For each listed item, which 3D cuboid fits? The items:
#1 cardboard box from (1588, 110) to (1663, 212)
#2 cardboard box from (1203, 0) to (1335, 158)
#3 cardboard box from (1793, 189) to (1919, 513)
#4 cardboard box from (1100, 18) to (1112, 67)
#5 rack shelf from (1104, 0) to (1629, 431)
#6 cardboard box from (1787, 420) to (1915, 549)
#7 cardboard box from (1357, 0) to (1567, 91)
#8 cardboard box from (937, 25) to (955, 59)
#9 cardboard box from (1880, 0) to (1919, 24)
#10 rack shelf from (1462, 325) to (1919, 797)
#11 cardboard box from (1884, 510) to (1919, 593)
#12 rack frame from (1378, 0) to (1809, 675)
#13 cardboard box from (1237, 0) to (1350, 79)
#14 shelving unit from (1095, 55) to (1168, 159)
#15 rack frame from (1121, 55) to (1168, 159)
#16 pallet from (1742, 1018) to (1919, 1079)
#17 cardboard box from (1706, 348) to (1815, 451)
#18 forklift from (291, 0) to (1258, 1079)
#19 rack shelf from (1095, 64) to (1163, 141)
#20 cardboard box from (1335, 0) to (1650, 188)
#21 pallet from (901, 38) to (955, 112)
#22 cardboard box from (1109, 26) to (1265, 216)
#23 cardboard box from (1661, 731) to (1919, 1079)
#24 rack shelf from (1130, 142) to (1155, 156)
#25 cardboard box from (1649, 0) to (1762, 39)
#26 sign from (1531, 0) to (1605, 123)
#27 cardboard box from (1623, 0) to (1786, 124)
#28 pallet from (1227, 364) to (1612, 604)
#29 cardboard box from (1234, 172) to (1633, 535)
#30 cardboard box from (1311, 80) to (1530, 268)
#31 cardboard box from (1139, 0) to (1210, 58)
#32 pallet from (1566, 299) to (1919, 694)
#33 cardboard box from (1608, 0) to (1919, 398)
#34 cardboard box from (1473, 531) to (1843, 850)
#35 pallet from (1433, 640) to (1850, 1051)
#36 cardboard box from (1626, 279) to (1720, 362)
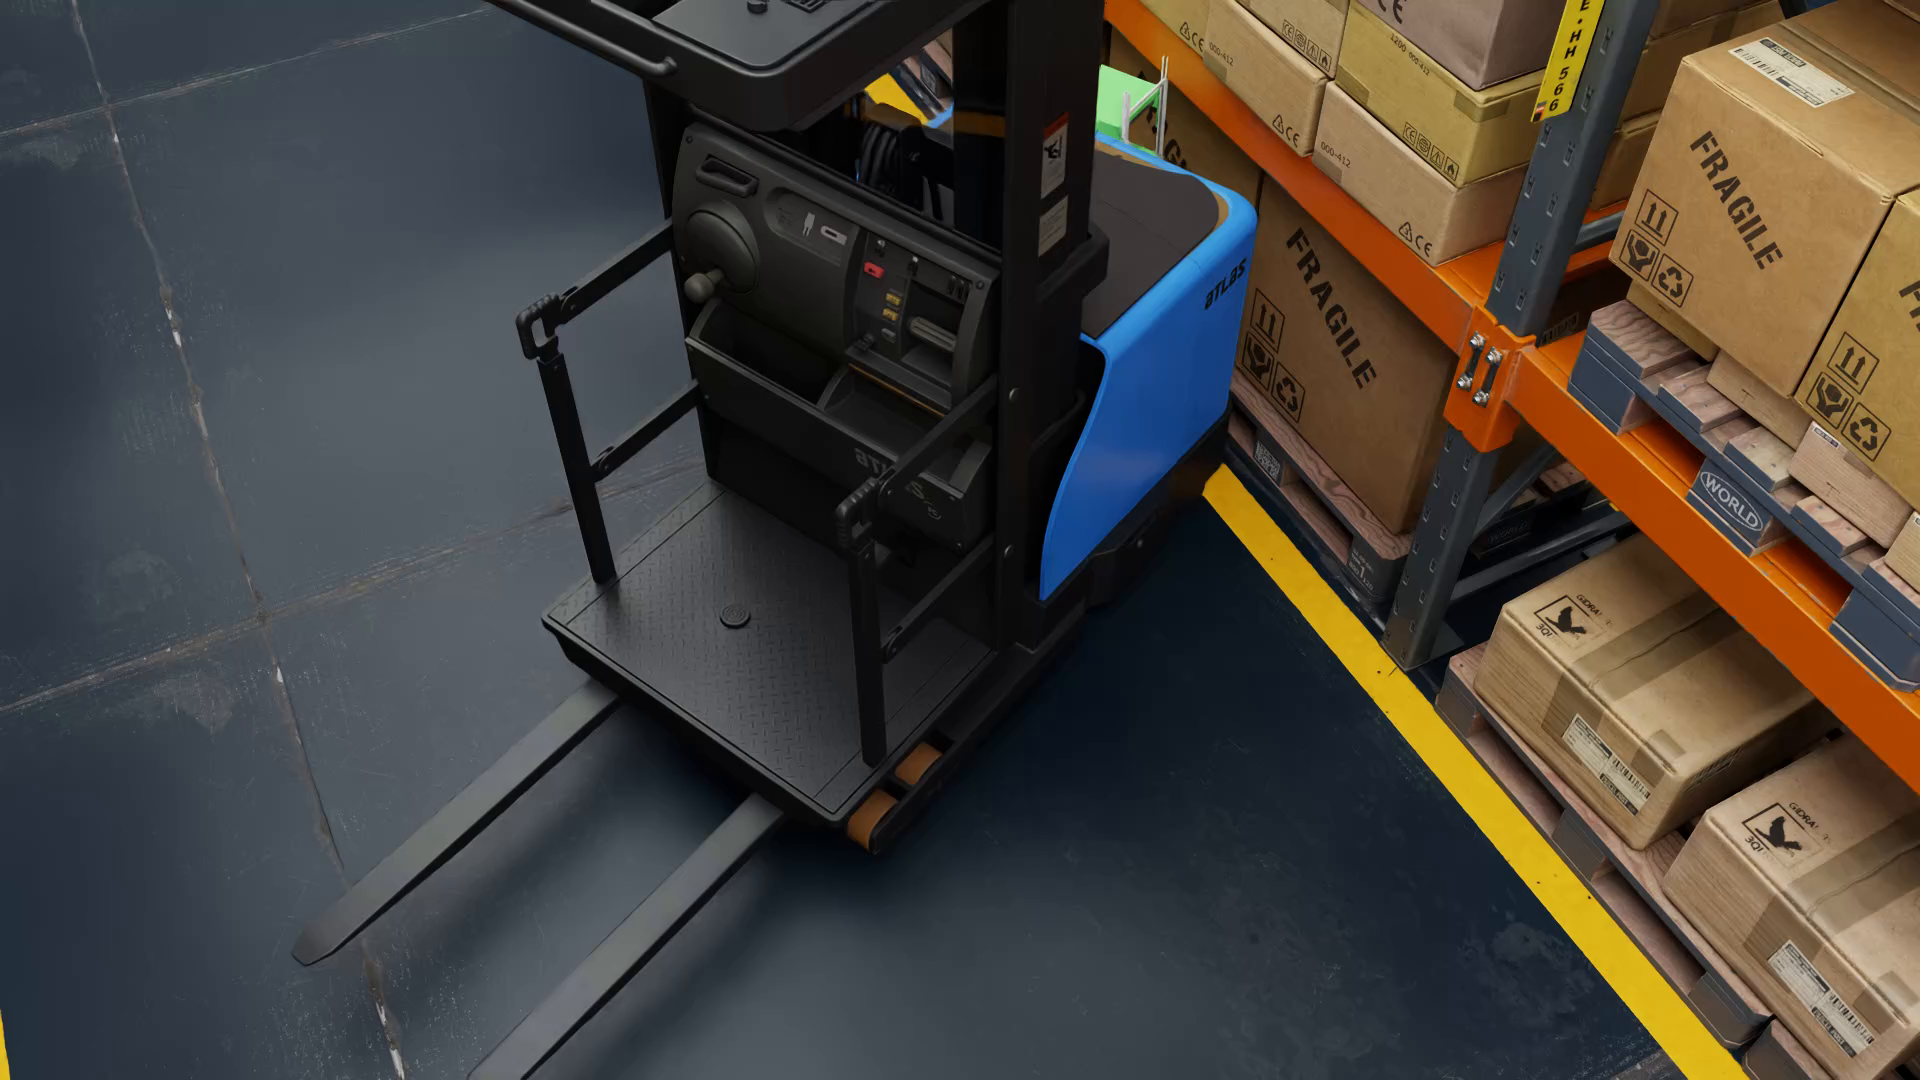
[{"bbox_3d":[1.725,-1.170,4.380,0.500,0.250,0.500,-22,52,-18],"label":"cardboard box"},{"bbox_3d":[1.015,-1.341,4.530,0.500,0.250,0.500,-20,52,-17],"label":"cardboard box"},{"bbox_3d":[1.970,-0.347,3.018,0.500,0.500,0.500,-19,51,-16],"label":"cardboard box"},{"bbox_3d":[0.670,-1.932,6.079,0.875,0.875,0.875,-20,52,-16],"label":"cardboard box"},{"bbox_3d":[0.810,-1.907,5.403,1.077,0.370,4.000,-21,52,-18],"label":"rack shelf"},{"bbox_3d":[1.893,-0.179,3.302,0.380,0.149,0.250,-24,53,-20],"label":"cardboard box"},{"bbox_3d":[1.256,-1.423,3.771,0.500,0.500,0.500,-22,53,-18],"label":"cardboard box"},{"bbox_3d":[0.250,-2.533,6.606,0.875,0.875,0.875,-20,52,-16],"label":"cardboard box"},{"bbox_3d":[2.181,-0.866,3.471,0.500,0.500,0.500,-23,53,-19],"label":"cardboard box"},{"bbox_3d":[2.641,0.770,3.061,1.077,0.370,4.000,-21,52,-18],"label":"rack shelf"},{"bbox_3d":[2.000,0.012,3.135,0.380,0.149,0.250,-21,52,-17],"label":"cardboard box"},{"bbox_3d":[1.725,-0.805,3.961,1.000,3.000,0.127,-21,52,-18],"label":"rack frame"},{"bbox_3d":[1.040,-1.499,4.336,0.500,0.250,0.500,-22,53,-18],"label":"cardboard box"},{"bbox_3d":[0.363,-1.077,5.393,0.503,1.200,0.258,28,57,23],"label":"shelving unit"},{"bbox_3d":[0.561,-0.971,5.298,0.015,1.200,0.240,28,57,23],"label":"rack frame"},{"bbox_3d":[2.636,1.452,3.840,1.003,0.211,1.213,-21,52,-18],"label":"pallet"},{"bbox_3d":[1.808,-0.378,3.476,0.380,0.149,0.250,-24,53,-20],"label":"cardboard box"},{"bbox_3d":[-0.447,-0.552,3.786,1.130,2.935,3.031,30,55,24],"label":"forklift"},{"bbox_3d":[0.351,-1.343,5.073,0.480,0.148,0.258,28,57,23],"label":"rack shelf"},{"bbox_3d":[1.278,-1.157,4.037,0.500,0.250,0.500,-21,52,-18],"label":"cardboard box"},{"bbox_3d":[0.315,-2.074,6.923,1.003,0.211,1.213,-21,52,-18],"label":"pallet"},{"bbox_3d":[1.079,-1.333,5.556,0.875,0.875,0.875,-21,52,-17],"label":"cardboard box"},{"bbox_3d":[2.320,0.795,4.029,0.950,0.372,0.625,-22,52,-18],"label":"cardboard box"},{"bbox_3d":[0.358,-1.190,5.258,0.480,0.148,0.258,28,57,23],"label":"rack shelf"},{"bbox_3d":[1.717,-1.581,3.910,0.500,0.500,0.500,-23,53,-19],"label":"cardboard box"},{"bbox_3d":[1.233,-0.993,3.356,0.100,0.325,0.005,-21,52,-18],"label":"sign"},{"bbox_3d":[1.713,-1.344,4.201,0.500,0.250,0.500,-22,52,-18],"label":"cardboard box"},{"bbox_3d":[1.432,-0.441,5.495,1.003,0.211,1.213,-21,52,-18],"label":"pallet"},{"bbox_3d":[1.483,-0.735,5.032,0.875,0.875,0.875,-22,52,-18],"label":"cardboard box"},{"bbox_3d":[1.263,-1.005,4.236,0.500,0.250,0.500,-23,53,-19],"label":"cardboard box"},{"bbox_3d":[0.799,-1.684,4.829,0.500,0.250,0.500,-22,52,-18],"label":"cardboard box"},{"bbox_3d":[2.146,-0.302,3.648,1.213,0.211,1.003,-21,52,-18],"label":"pallet"},{"bbox_3d":[1.726,-0.693,3.320,0.500,0.500,0.500,-23,53,-19],"label":"cardboard box"},{"bbox_3d":[1.975,0.303,4.459,0.950,0.372,0.625,-24,53,-20],"label":"cardboard box"},{"bbox_3d":[2.082,0.637,4.553,1.003,0.211,1.213,-21,52,-18],"label":"pallet"},{"bbox_3d":[1.709,-0.579,3.651,0.380,0.149,0.250,-24,53,-20],"label":"cardboard box"}]
